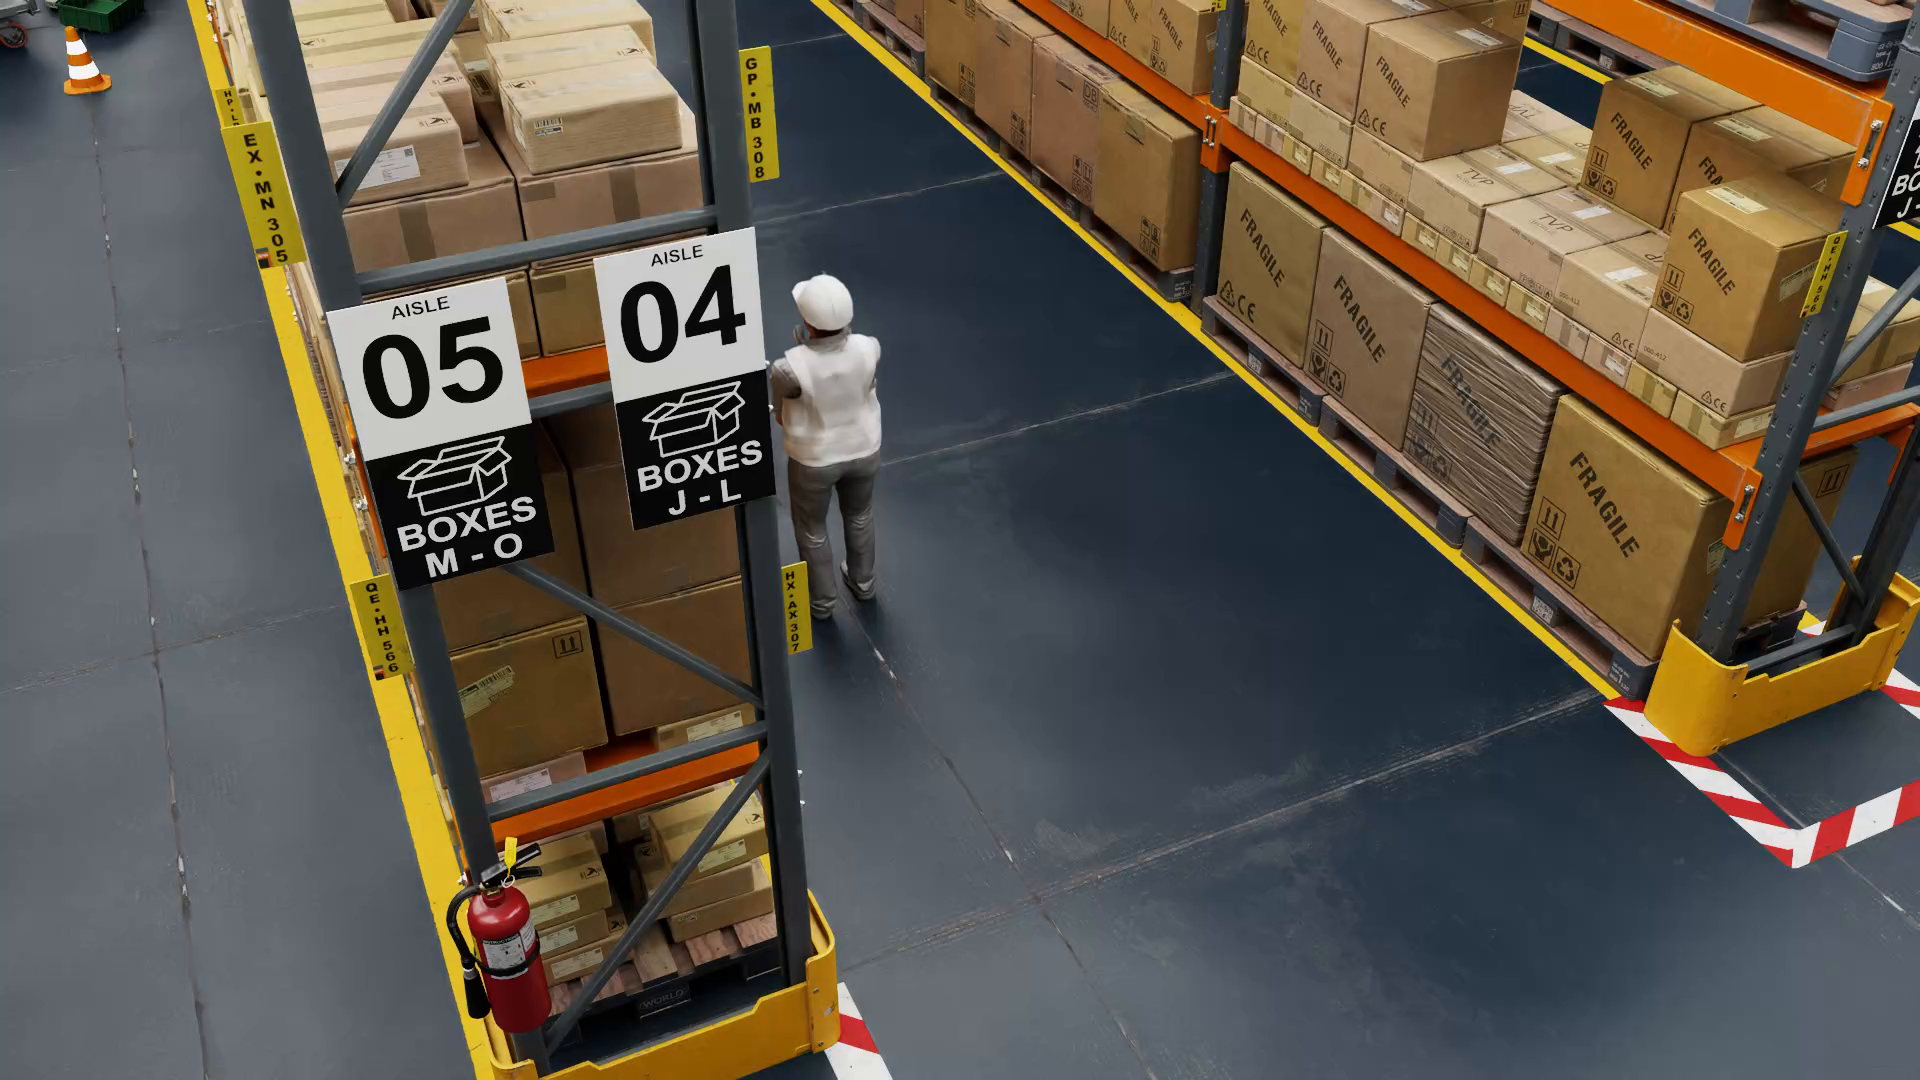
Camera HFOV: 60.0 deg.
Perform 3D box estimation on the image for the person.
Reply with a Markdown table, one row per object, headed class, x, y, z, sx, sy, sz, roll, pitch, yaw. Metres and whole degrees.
| class | x | y | z | sx | sy | sz | roll | pitch | yaw |
| --- | --- | --- | --- | --- | --- | --- | --- | --- | --- |
| person | -0.615 | -0.456 | 7.445 | 0.494 | 1.762 | 0.551 | -15 | 40 | -19 |
